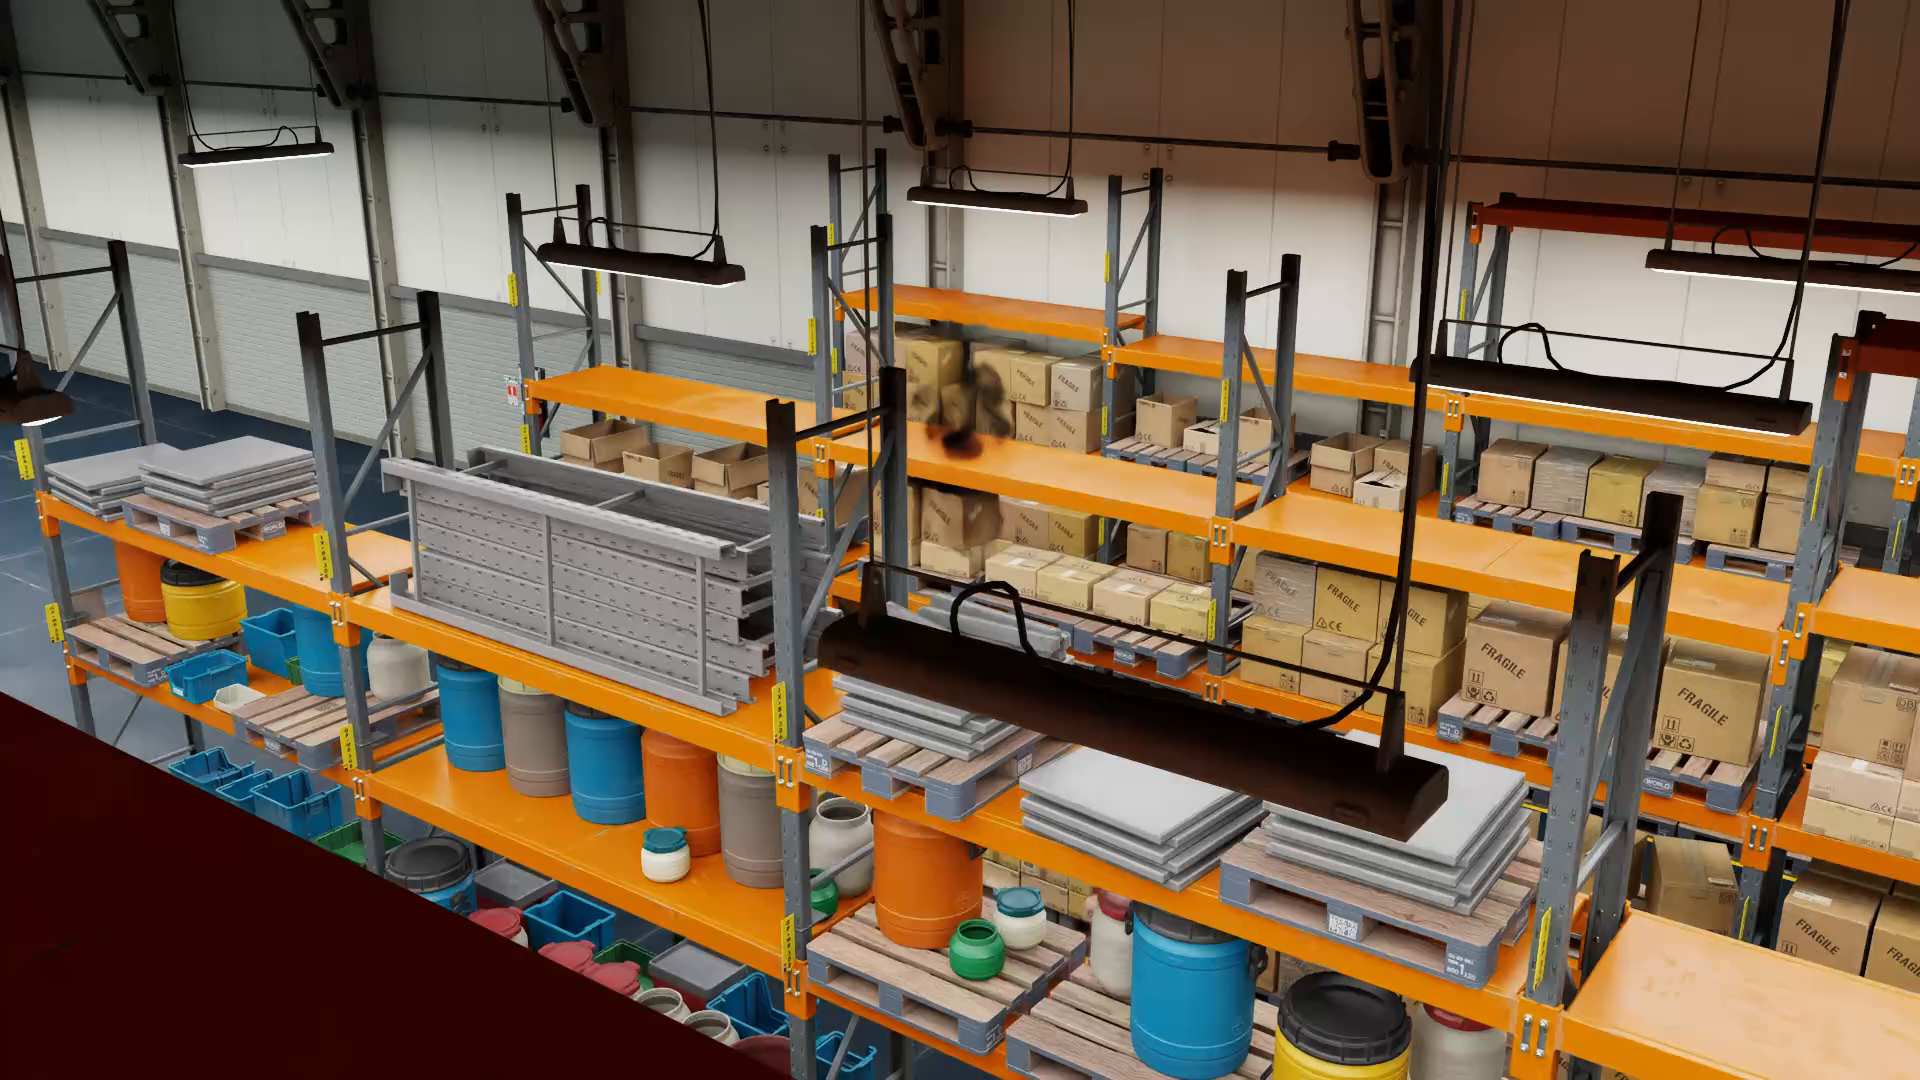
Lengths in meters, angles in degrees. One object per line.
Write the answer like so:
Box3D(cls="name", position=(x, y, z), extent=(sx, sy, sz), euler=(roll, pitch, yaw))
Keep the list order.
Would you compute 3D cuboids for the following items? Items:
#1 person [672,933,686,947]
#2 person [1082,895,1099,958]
Box3D(cls="person", position=(-2.110, 3.042, 13.298), extent=(0.596, 1.737, 0.660), euler=(10, 21, 28))
Box3D(cls="person", position=(1.016, 3.432, 12.081), extent=(0.970, 1.826, 0.730), euler=(12, 22, 31))
